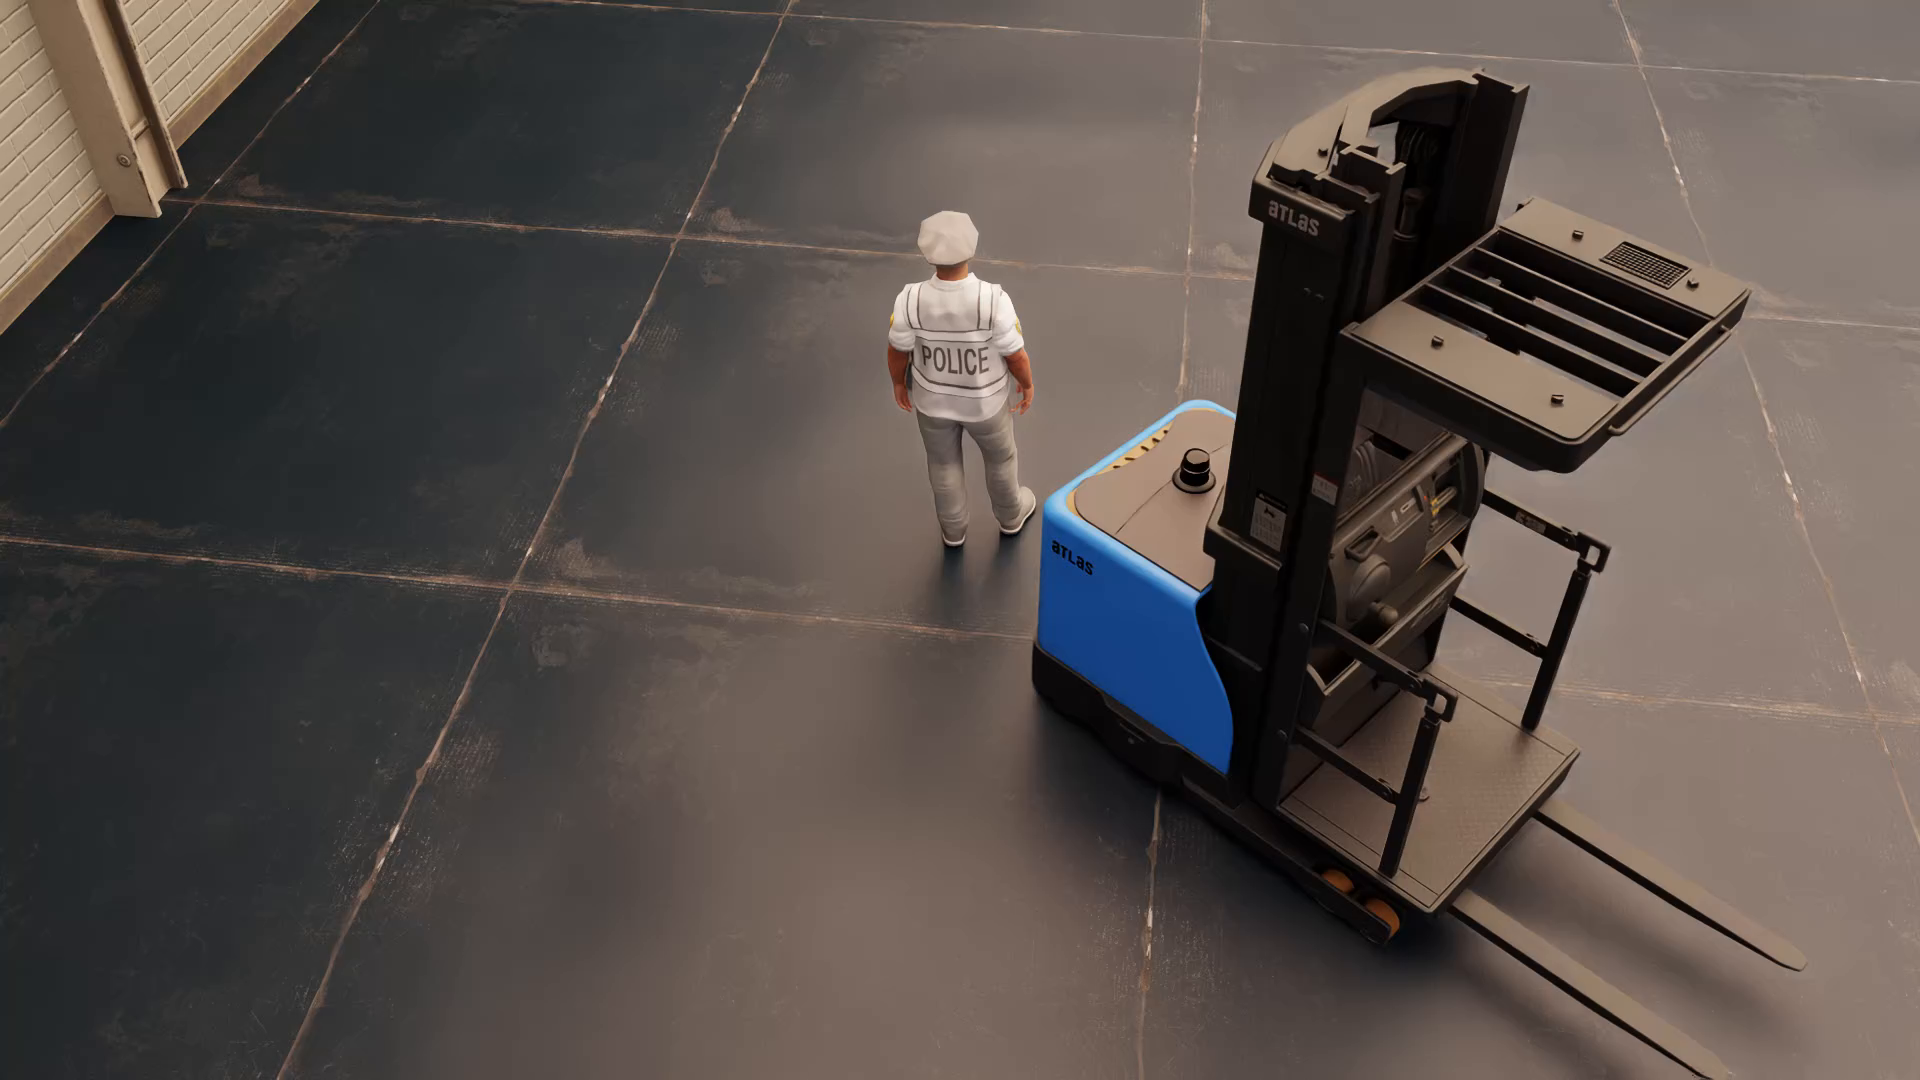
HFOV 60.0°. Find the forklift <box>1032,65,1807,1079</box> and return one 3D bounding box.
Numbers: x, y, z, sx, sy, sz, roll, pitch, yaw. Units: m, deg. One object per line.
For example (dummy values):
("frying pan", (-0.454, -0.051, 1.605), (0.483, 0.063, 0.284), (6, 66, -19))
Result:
("forklift", (1.711, 0.029, 5.693), (3.031, 2.935, 1.130), (34, 52, 31))

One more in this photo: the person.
("person", (0.021, -0.714, 7.338), (0.641, 1.781, 0.574), (5, 43, 6))
